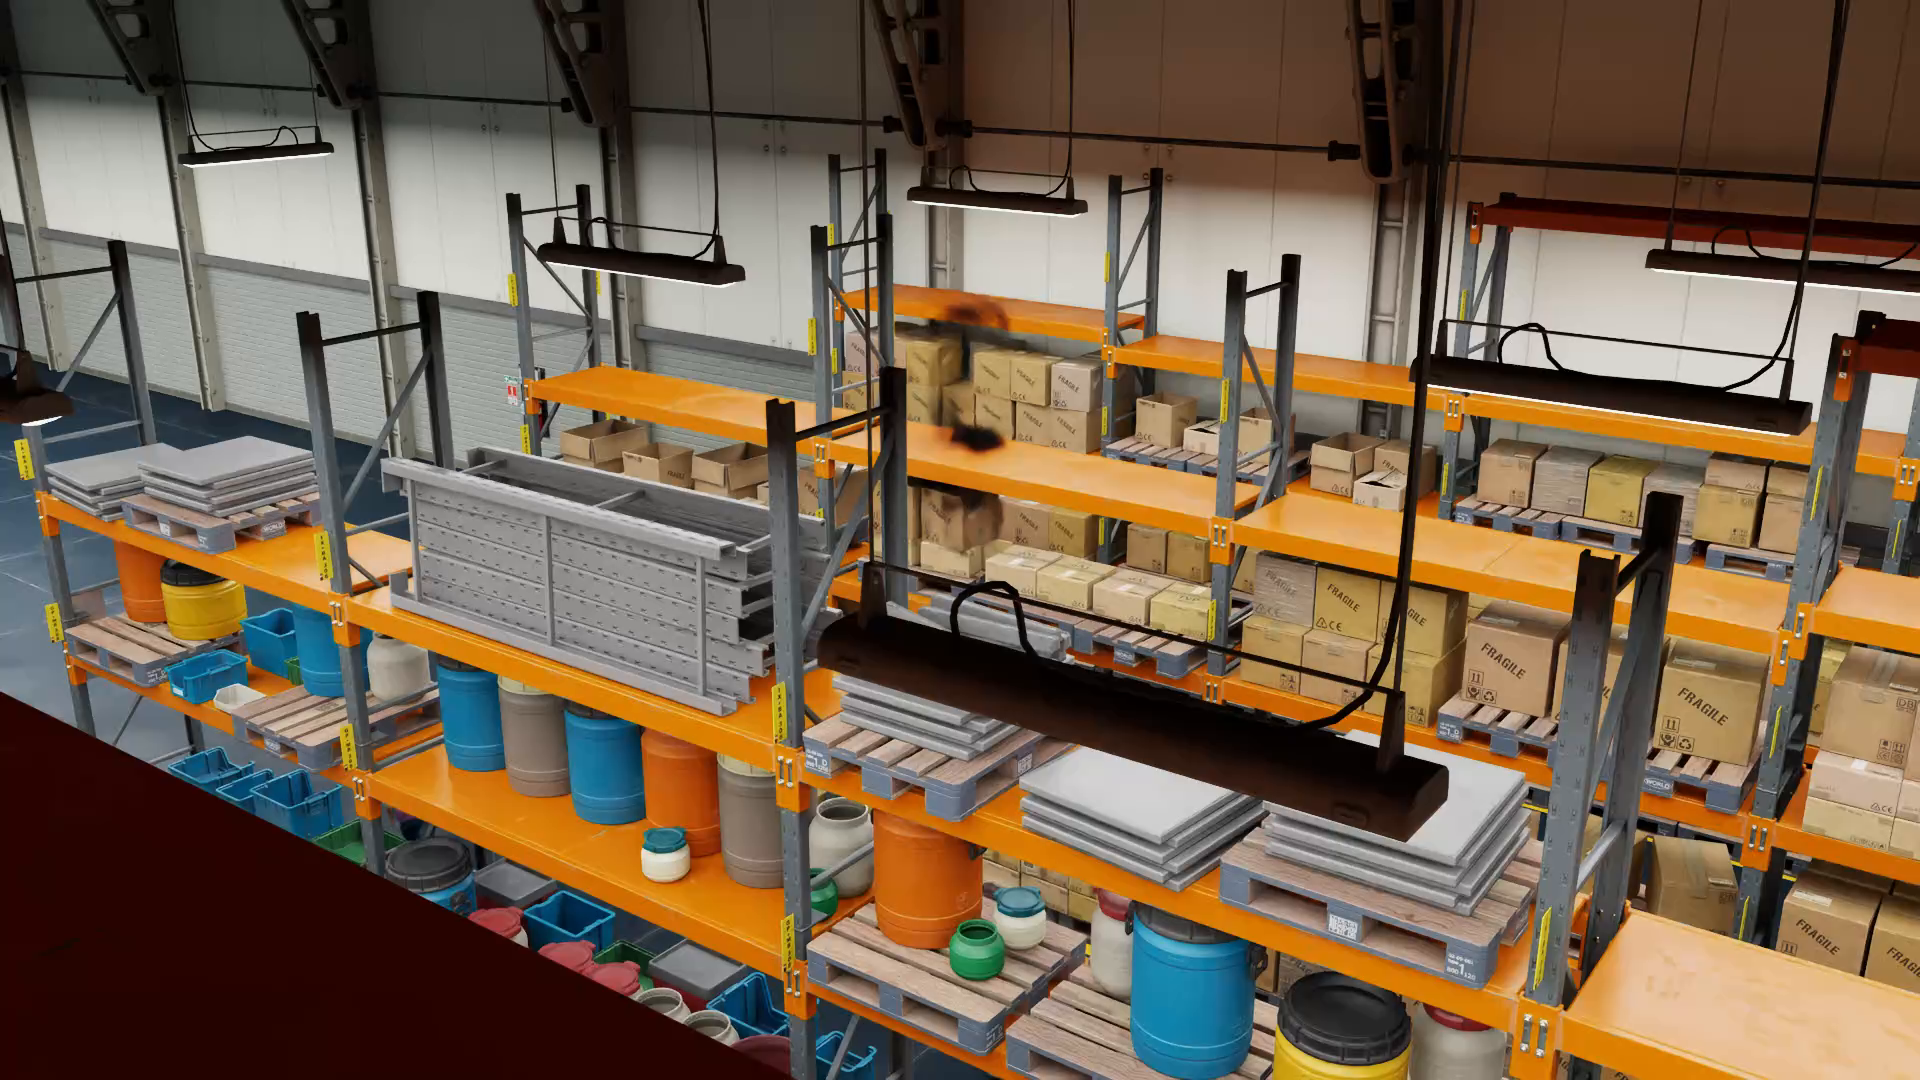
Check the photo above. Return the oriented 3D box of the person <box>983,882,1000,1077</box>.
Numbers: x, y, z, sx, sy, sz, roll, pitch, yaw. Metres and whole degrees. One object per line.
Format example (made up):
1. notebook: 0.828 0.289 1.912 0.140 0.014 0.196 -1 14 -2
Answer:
1. person: 0.197 3.332 12.590 0.621 1.624 0.561 9 20 24

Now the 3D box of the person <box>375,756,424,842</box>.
1. person: -5.022 2.542 15.310 0.887 1.436 0.552 10 21 28
